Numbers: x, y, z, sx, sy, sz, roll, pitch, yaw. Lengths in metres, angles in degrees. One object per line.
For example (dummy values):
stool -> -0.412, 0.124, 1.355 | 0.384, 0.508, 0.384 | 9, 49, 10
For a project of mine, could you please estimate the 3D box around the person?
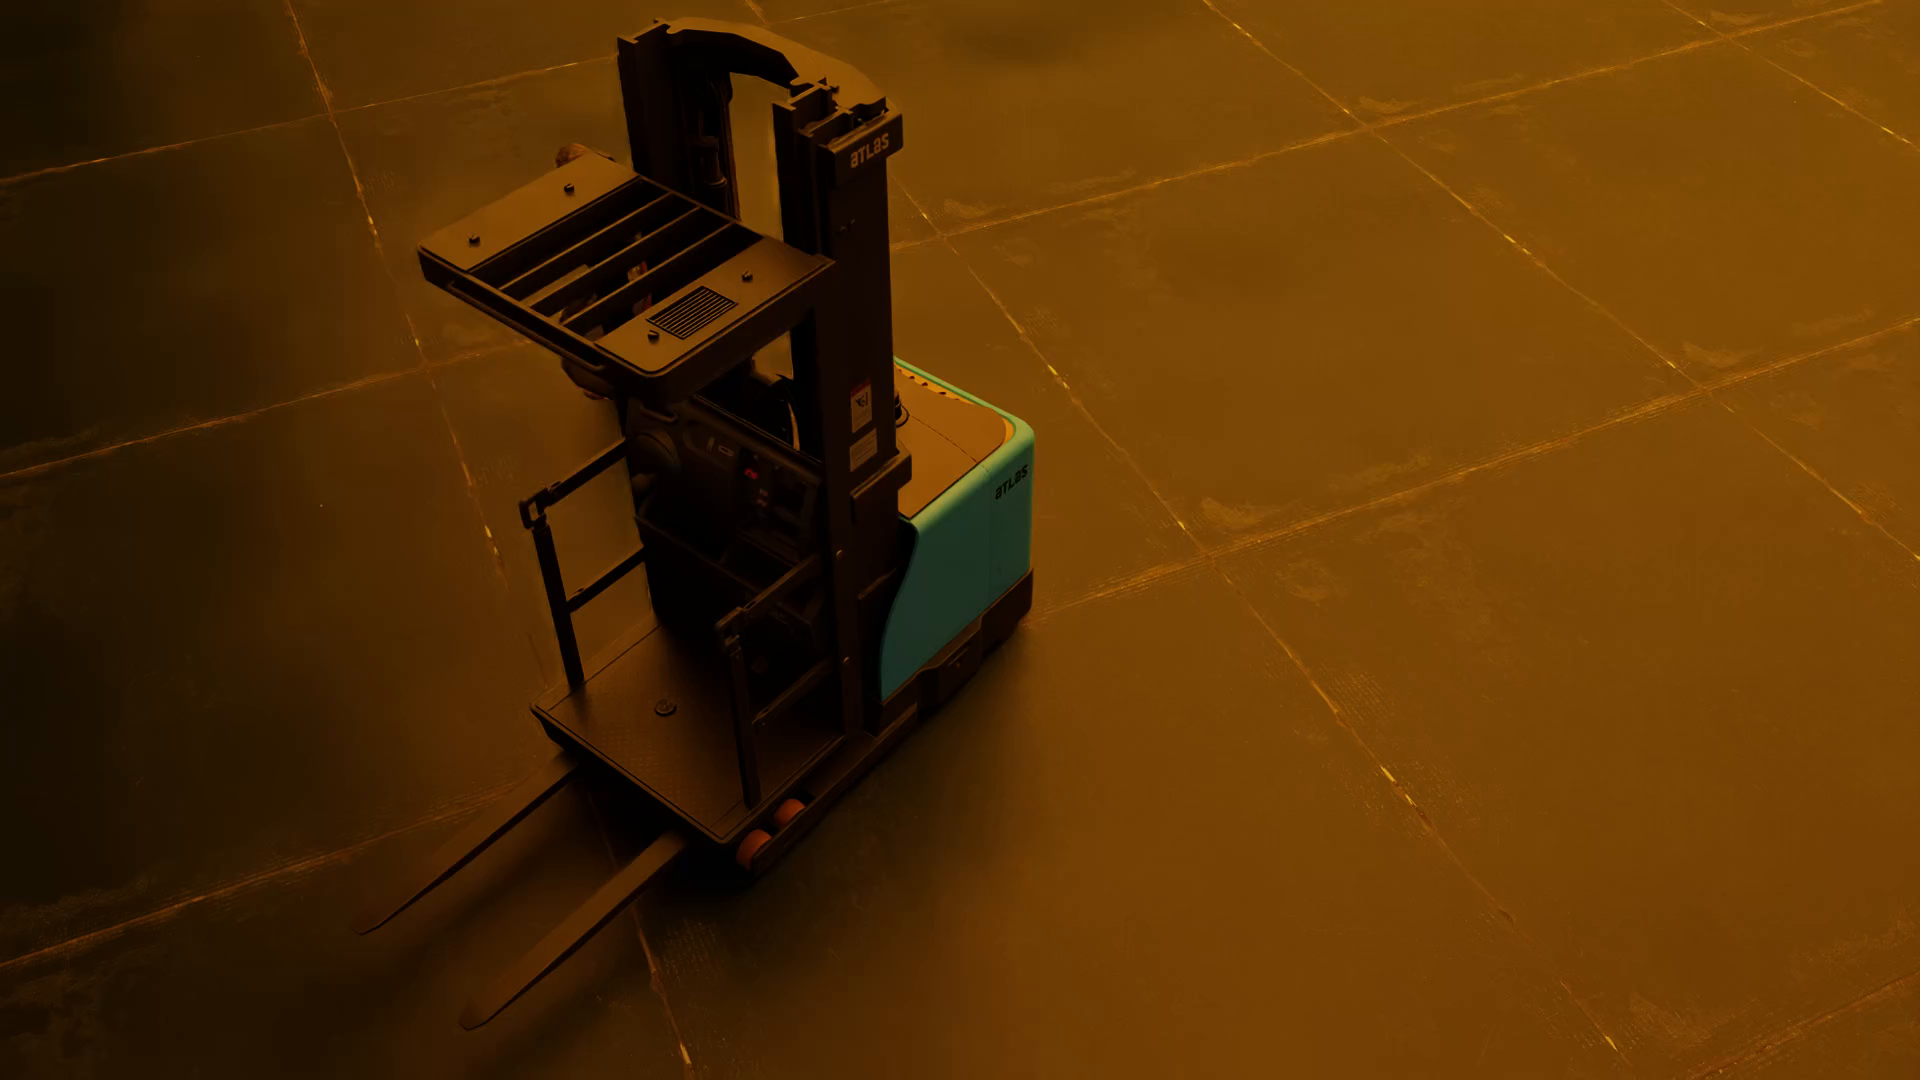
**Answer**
person -> -1.737, -1.189, 7.994 | 0.509, 1.553, 0.799 | -14, 45, -15

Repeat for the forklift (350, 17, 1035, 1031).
forklift -> -0.995, -0.173, 5.865 | 1.130, 2.935, 3.031 | 29, 50, 27
